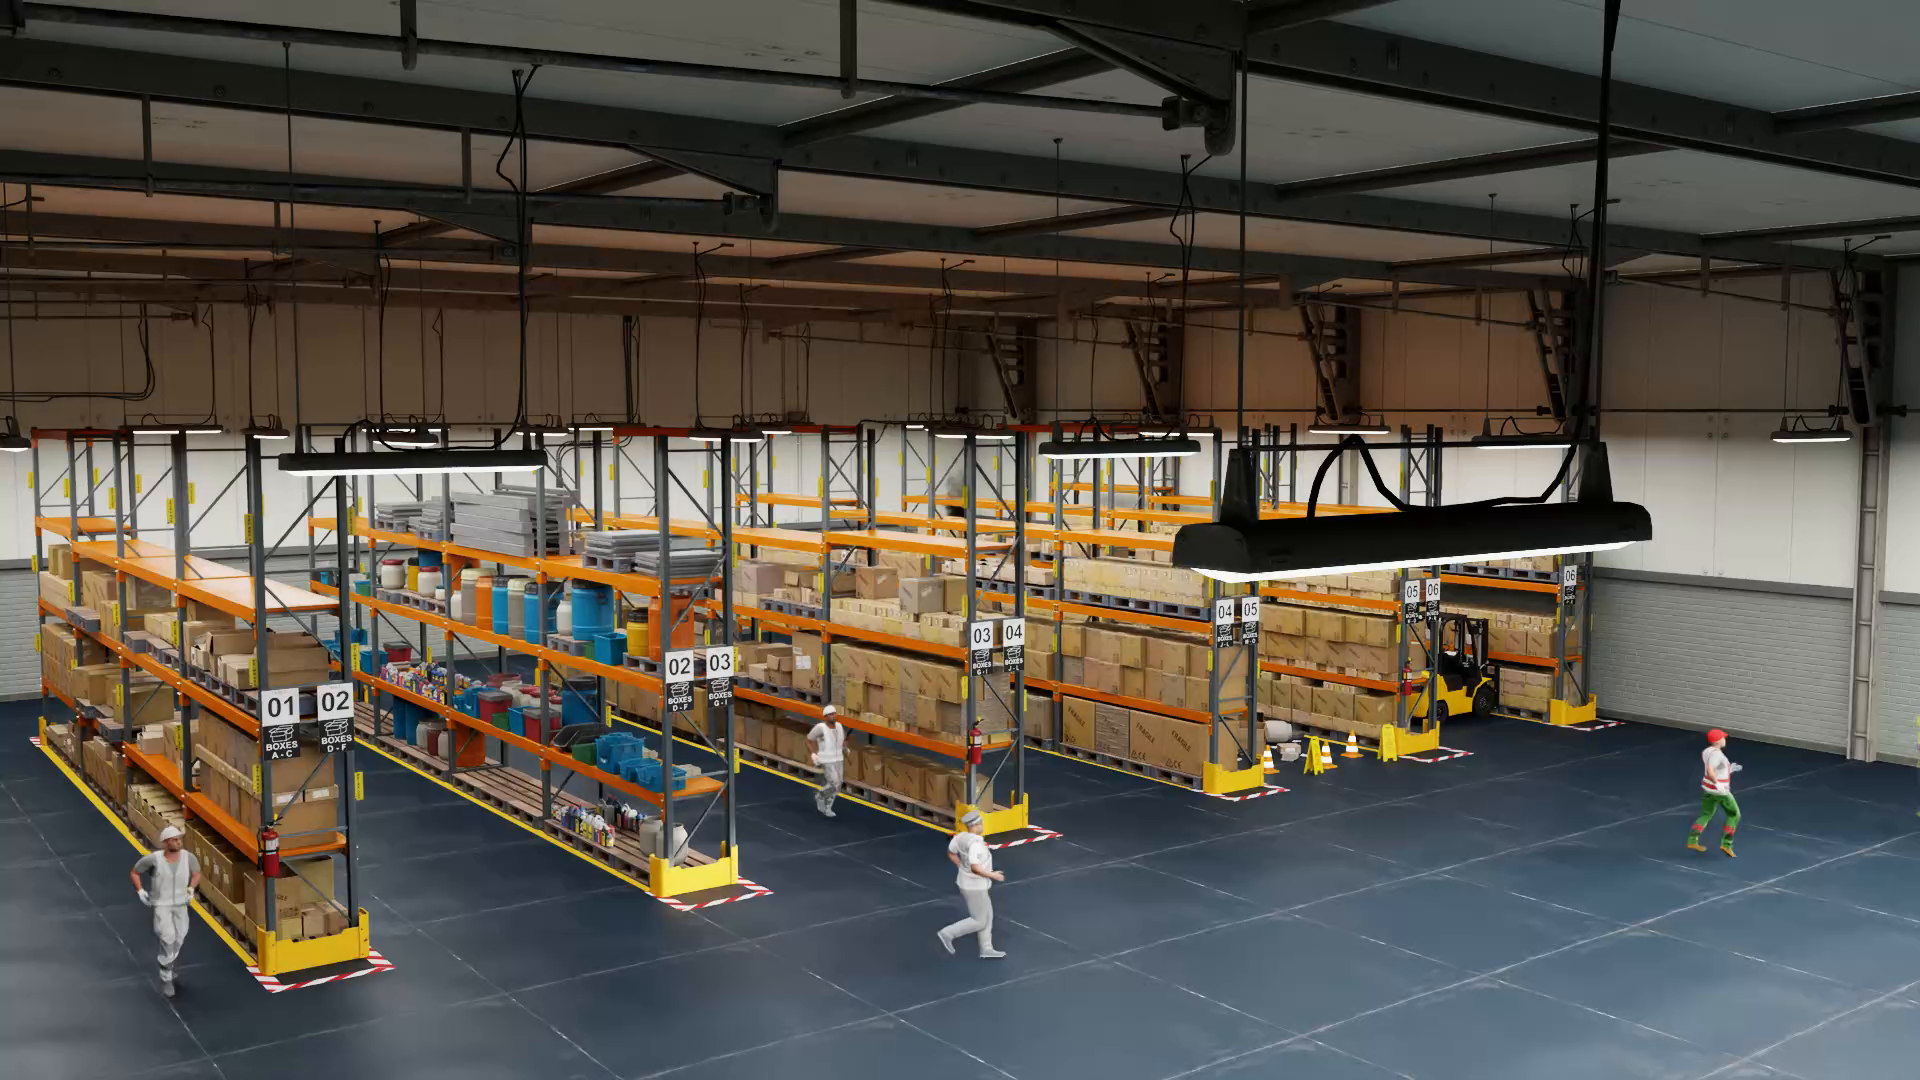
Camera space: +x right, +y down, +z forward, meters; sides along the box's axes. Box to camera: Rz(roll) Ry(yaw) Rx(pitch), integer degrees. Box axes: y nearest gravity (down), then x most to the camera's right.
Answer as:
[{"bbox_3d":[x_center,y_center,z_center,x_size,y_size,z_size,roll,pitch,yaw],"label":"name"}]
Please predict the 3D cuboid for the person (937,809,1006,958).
[{"bbox_3d":[0.126,3.966,19.067,0.863,1.769,0.664,-1,5,-17],"label":"person"}]

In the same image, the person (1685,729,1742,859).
[{"bbox_3d":[10.700,3.590,23.518,0.774,1.846,0.643,0,4,-5],"label":"person"}]

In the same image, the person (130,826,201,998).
[{"bbox_3d":[-8.626,4.023,18.176,0.700,1.808,0.668,4,6,44],"label":"person"}]

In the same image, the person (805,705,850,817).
[{"bbox_3d":[-1.971,3.435,25.747,0.588,1.739,0.670,4,6,44],"label":"person"}]
